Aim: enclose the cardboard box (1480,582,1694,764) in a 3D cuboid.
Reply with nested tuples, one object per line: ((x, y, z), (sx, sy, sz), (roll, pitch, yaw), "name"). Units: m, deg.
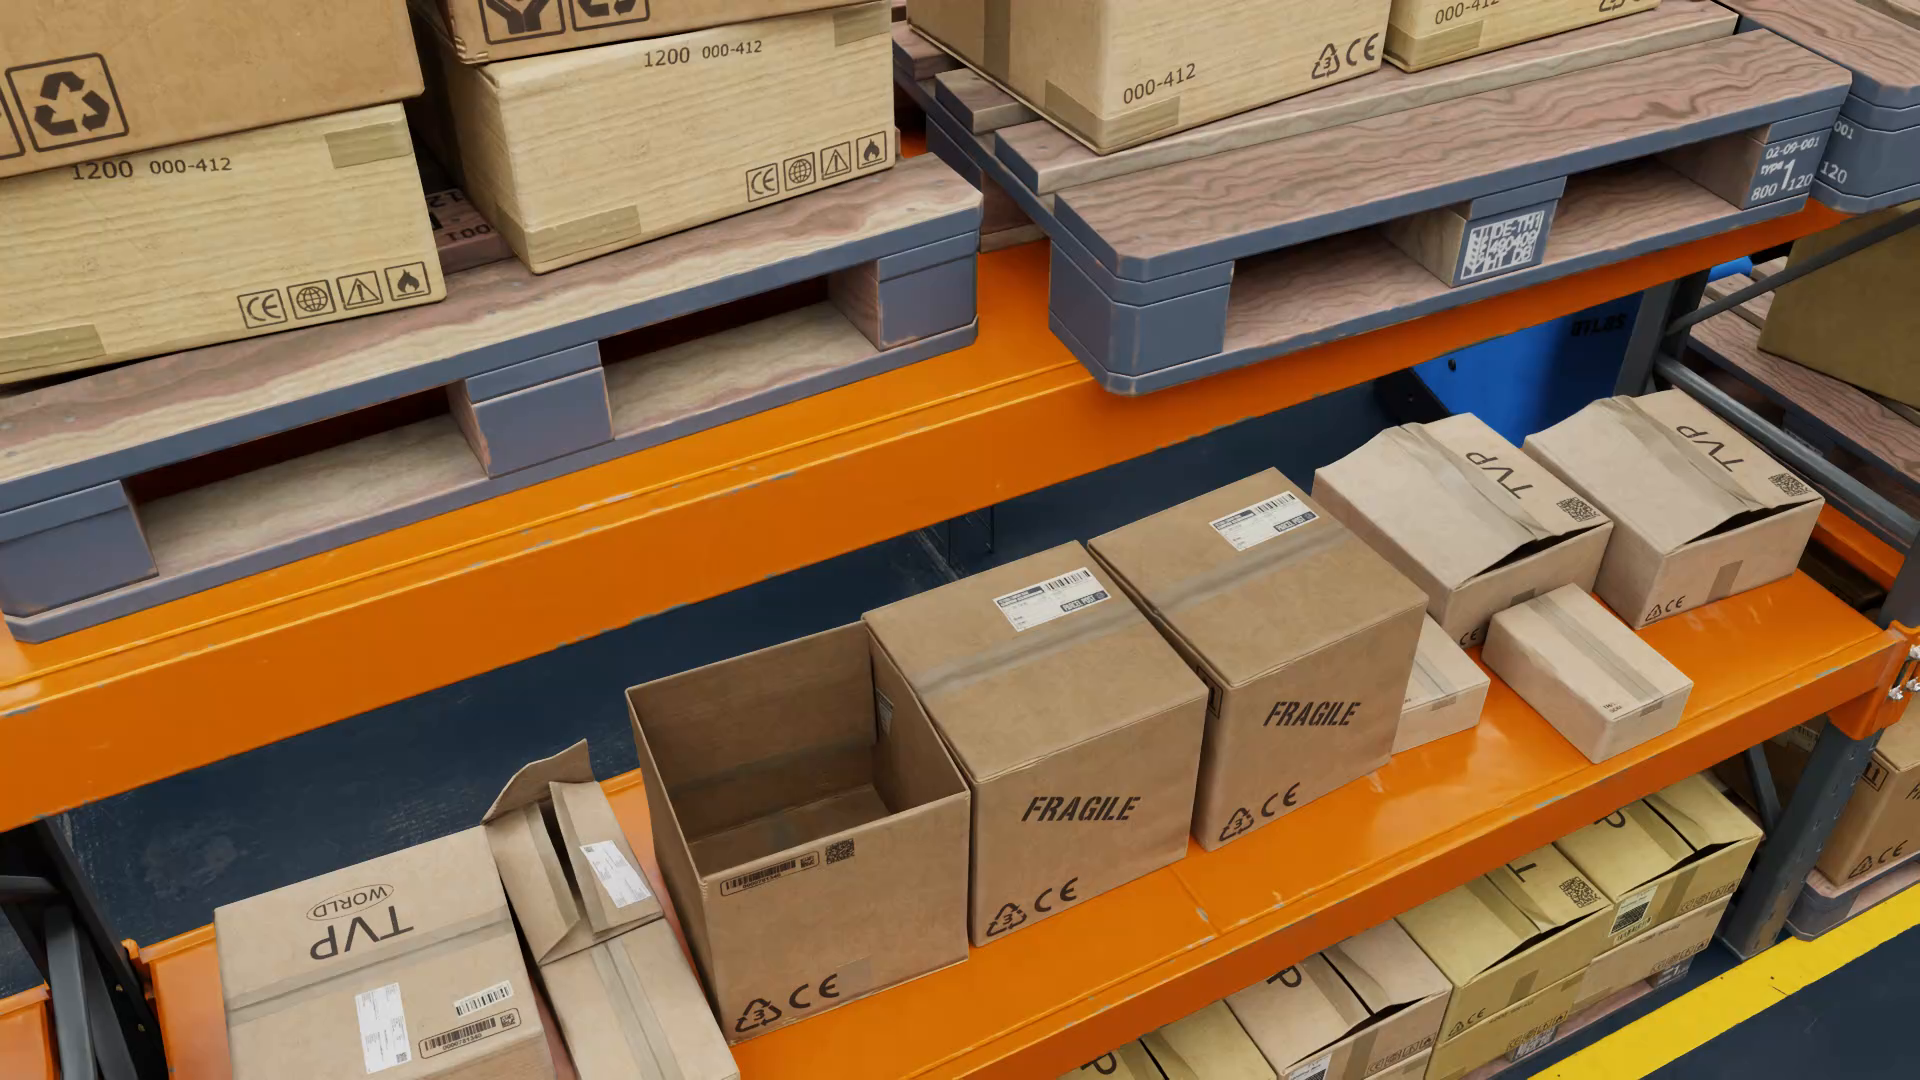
((1.415, 0.296, 3.774), (0.250, 0.149, 0.380), (-19, 44, -21), "cardboard box")

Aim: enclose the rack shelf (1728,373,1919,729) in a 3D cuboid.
((3.859, -0.549, 5.134), (4.000, 0.370, 1.077), (-19, 44, -21), "rack shelf")

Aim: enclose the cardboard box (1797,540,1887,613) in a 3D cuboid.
((2.806, 0.145, 5.351), (0.500, 0.500, 0.500), (-17, 43, -19), "cardboard box")

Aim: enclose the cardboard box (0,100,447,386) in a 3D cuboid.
((-0.912, -0.460, 1.941), (0.500, 0.250, 0.500), (-14, 42, -16), "cardboard box")

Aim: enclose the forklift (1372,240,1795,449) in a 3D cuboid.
((3.286, -1.696, 5.984), (3.031, 2.935, 1.130), (-10, 41, -12), "forklift")

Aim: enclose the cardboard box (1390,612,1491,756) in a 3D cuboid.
((0.980, 0.282, 3.790), (0.250, 0.149, 0.380), (-15, 43, -18), "cardboard box")

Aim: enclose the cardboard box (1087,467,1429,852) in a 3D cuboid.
((0.604, 0.245, 3.562), (0.500, 0.500, 0.500), (-21, 45, -23), "cardboard box")

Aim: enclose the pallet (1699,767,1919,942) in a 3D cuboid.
((2.764, 0.636, 5.335), (1.213, 0.211, 1.003), (-19, 44, -21), "pallet")

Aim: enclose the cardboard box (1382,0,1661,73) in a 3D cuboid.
((0.739, -0.976, 2.551), (0.500, 0.250, 0.500), (-19, 44, -21), "cardboard box")

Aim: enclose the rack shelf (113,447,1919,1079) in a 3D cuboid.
((0.311, 0.644, 3.724), (4.000, 0.370, 1.077), (-19, 44, -21), "rack shelf")

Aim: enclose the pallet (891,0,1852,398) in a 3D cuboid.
((0.534, -0.711, 2.592), (1.213, 0.211, 1.003), (-17, 43, -19), "pallet")

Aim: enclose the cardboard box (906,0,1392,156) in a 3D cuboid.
((0.261, -0.817, 2.363), (0.500, 0.250, 0.500), (-22, 45, -24), "cardboard box")

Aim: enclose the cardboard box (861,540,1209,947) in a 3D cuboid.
((0.137, 0.402, 3.376), (0.500, 0.500, 0.500), (-19, 44, -21), "cardboard box")

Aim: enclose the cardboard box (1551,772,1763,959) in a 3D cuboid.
((1.734, 0.746, 4.417), (0.500, 0.311, 0.500), (-17, 43, -20), "cardboard box")

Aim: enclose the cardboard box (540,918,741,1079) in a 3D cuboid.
((-0.583, 0.915, 3.041), (0.250, 0.149, 0.380), (-19, 44, -21), "cardboard box")

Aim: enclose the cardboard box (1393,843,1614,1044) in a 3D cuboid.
((1.276, 0.904, 4.229), (0.500, 0.311, 0.500), (-19, 44, -21), "cardboard box")

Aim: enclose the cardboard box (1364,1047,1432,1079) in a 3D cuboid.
((0.828, 1.263, 4.239), (0.500, 0.250, 0.500), (-18, 43, -20), "cardboard box")

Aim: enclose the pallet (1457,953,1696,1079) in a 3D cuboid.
((1.337, 1.061, 4.834), (1.213, 0.211, 1.003), (-19, 44, -21), "pallet")

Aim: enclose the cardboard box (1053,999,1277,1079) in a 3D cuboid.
((0.382, 1.202, 3.878), (0.500, 0.311, 0.500), (-17, 43, -19), "cardboard box")

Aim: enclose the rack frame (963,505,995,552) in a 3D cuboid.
((0.068, -0.481, 5.890), (0.006, 1.200, 0.240), (-19, 44, -21), "rack frame")

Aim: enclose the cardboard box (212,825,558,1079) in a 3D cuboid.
((-1.046, 0.852, 3.038), (0.500, 0.250, 0.500), (-16, 43, -18), "cardboard box")

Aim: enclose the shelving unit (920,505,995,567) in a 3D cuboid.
((-0.013, -0.454, 5.857), (0.189, 1.200, 0.258), (-19, 44, -21), "shelving unit")

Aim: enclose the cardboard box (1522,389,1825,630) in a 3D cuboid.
((1.742, -0.110, 4.127), (0.500, 0.311, 0.500), (-16, 43, -18), "cardboard box")

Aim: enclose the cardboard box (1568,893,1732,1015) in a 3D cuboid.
((1.731, 0.959, 4.599), (0.500, 0.250, 0.500), (-18, 43, -20), "cardboard box")

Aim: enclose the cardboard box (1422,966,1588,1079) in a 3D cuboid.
((1.275, 1.115, 4.415), (0.500, 0.250, 0.500), (-19, 44, -21), "cardboard box")

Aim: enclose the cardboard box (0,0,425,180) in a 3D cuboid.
((-0.898, -0.729, 1.678), (0.500, 0.500, 0.500), (-18, 43, -20), "cardboard box")

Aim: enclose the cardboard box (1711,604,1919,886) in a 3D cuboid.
((2.621, 0.587, 4.829), (0.500, 0.500, 0.500), (-17, 43, -19), "cardboard box")

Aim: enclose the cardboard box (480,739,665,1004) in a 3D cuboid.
((-0.768, 0.650, 3.264), (0.258, 0.266, 0.396), (-20, 44, -22), "cardboard box")

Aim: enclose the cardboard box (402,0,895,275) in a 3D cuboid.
((-0.426, -0.625, 2.136), (0.500, 0.250, 0.500), (-23, 45, -25), "cardboard box")

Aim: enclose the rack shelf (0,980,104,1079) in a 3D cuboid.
((-3.237, 1.838, 2.314), (4.000, 0.370, 1.077), (-19, 44, -21), "rack shelf")

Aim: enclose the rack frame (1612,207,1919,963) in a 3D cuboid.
((2.085, -0.227, 4.197), (0.127, 3.000, 1.000), (-19, 44, -21), "rack frame")

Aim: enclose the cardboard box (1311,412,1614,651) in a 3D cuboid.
((1.202, -0.037, 4.041), (0.500, 0.311, 0.500), (-19, 44, -21), "cardboard box")

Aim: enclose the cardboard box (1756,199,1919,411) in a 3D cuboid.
((2.591, -0.678, 4.327), (0.700, 0.500, 0.500), (31, 49, 31), "cardboard box")

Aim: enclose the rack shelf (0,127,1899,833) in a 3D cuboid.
((0.311, -0.500, 2.755), (4.000, 0.370, 1.077), (-19, 44, -21), "rack shelf")

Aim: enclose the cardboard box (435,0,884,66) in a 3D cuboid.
((-0.403, -0.912, 1.895), (0.500, 0.500, 0.500), (-15, 42, -17), "cardboard box")

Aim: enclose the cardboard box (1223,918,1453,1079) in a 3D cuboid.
((0.827, 1.053, 4.053), (0.500, 0.311, 0.500), (-19, 44, -21), "cardboard box")

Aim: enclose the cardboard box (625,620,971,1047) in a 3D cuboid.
((-0.307, 0.551, 3.199), (0.500, 0.500, 0.500), (-16, 43, -18), "cardboard box")

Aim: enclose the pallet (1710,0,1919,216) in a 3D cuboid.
((1.524, -1.046, 2.989), (1.003, 0.211, 1.213), (-17, 43, -19), "pallet")

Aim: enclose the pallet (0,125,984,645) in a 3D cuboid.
((-0.687, -0.376, 2.199), (1.217, 0.209, 0.805), (-20, 44, -22), "pallet")

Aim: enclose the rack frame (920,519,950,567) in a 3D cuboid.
((-0.094, -0.426, 5.825), (0.006, 1.200, 0.240), (-19, 44, -21), "rack frame")

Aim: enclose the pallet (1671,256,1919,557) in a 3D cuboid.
((2.654, -0.396, 4.545), (1.003, 0.211, 1.213), (-19, 44, -21), "pallet")
